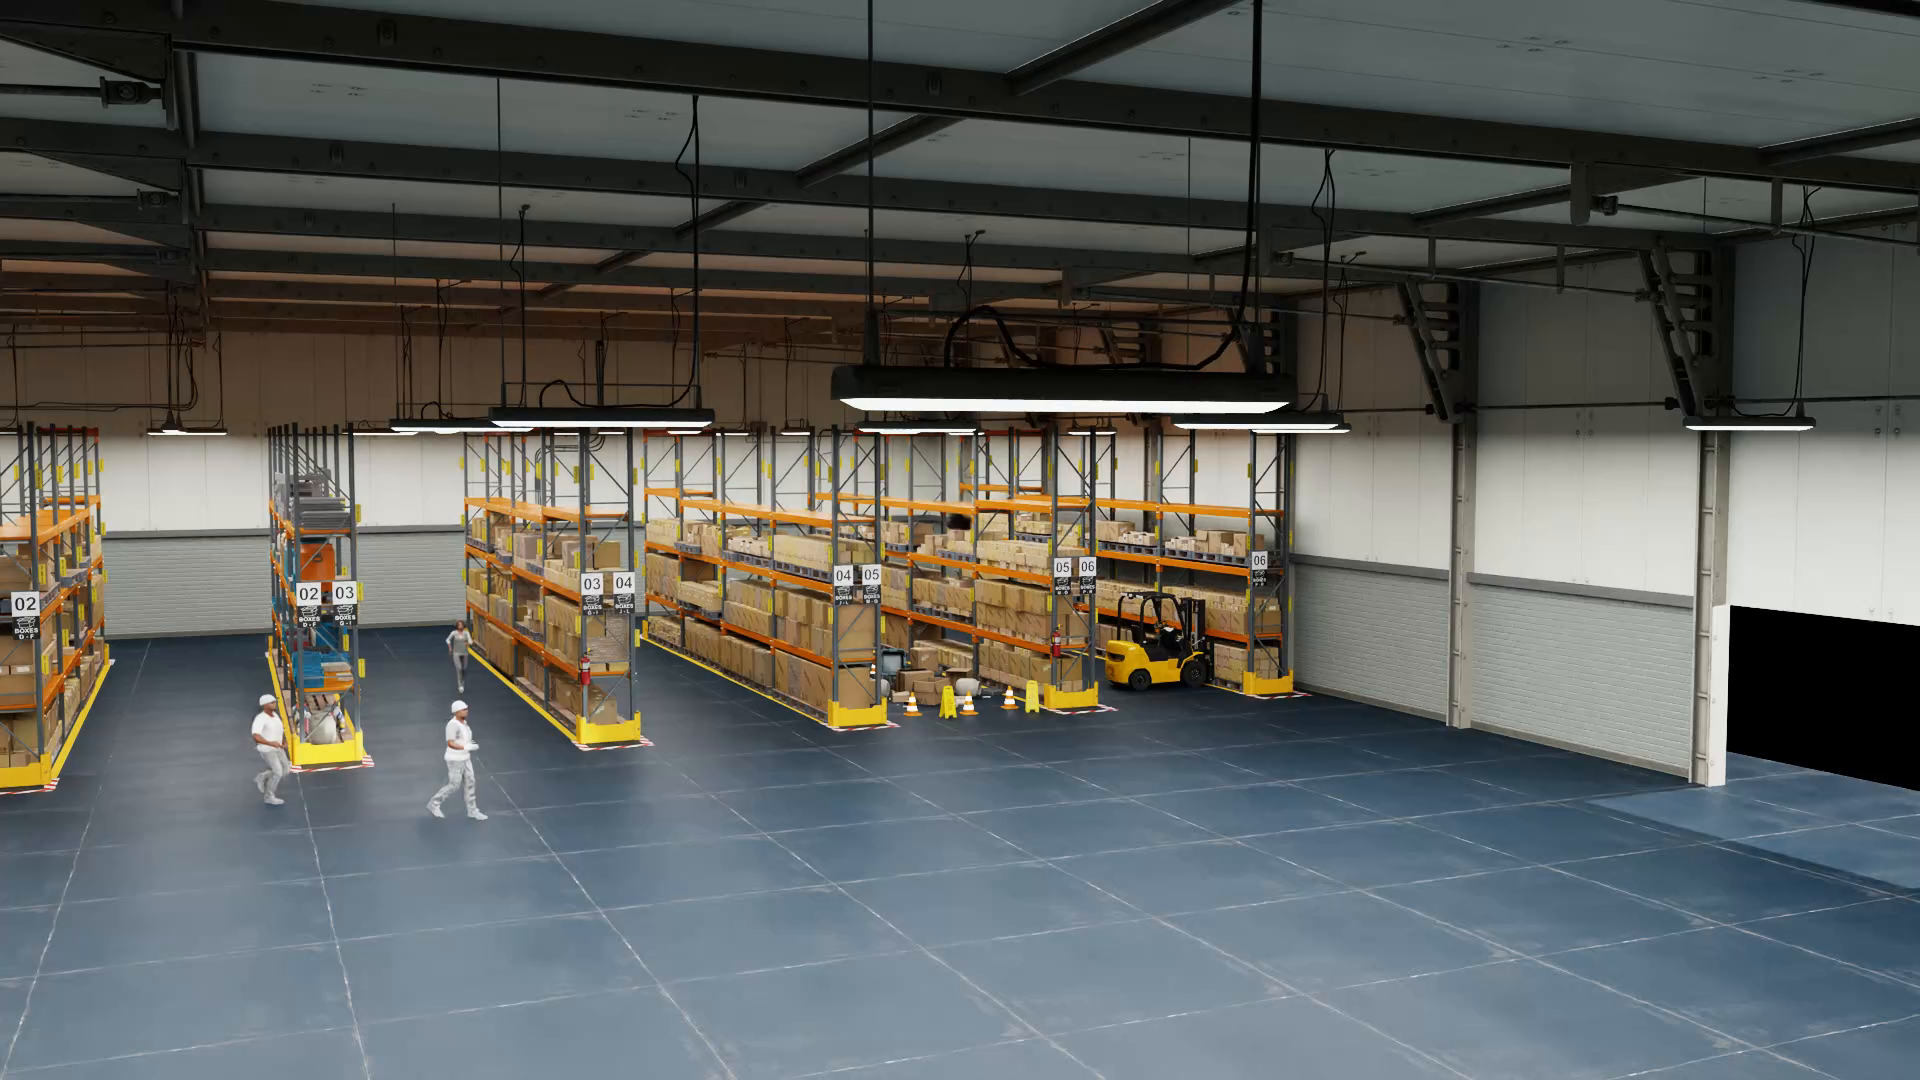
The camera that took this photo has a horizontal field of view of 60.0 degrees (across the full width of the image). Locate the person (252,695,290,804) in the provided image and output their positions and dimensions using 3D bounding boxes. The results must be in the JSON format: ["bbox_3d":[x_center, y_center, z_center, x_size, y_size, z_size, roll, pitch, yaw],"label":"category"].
[{"bbox_3d":[-10.818,3.275,26.050,0.587,1.723,0.703,0,3,3],"label":"person"}]

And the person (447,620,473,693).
[{"bbox_3d":[-11.291,2.617,37.592,0.531,1.569,0.883,-2,4,-28],"label":"person"}]

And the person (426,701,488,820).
[{"bbox_3d":[-7.535,3.300,24.906,0.881,1.798,0.706,0,3,1],"label":"person"}]

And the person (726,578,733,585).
[{"bbox_3d":[-6.538,1.959,47.442,0.660,1.730,0.658,-2,4,-29],"label":"person"}]
